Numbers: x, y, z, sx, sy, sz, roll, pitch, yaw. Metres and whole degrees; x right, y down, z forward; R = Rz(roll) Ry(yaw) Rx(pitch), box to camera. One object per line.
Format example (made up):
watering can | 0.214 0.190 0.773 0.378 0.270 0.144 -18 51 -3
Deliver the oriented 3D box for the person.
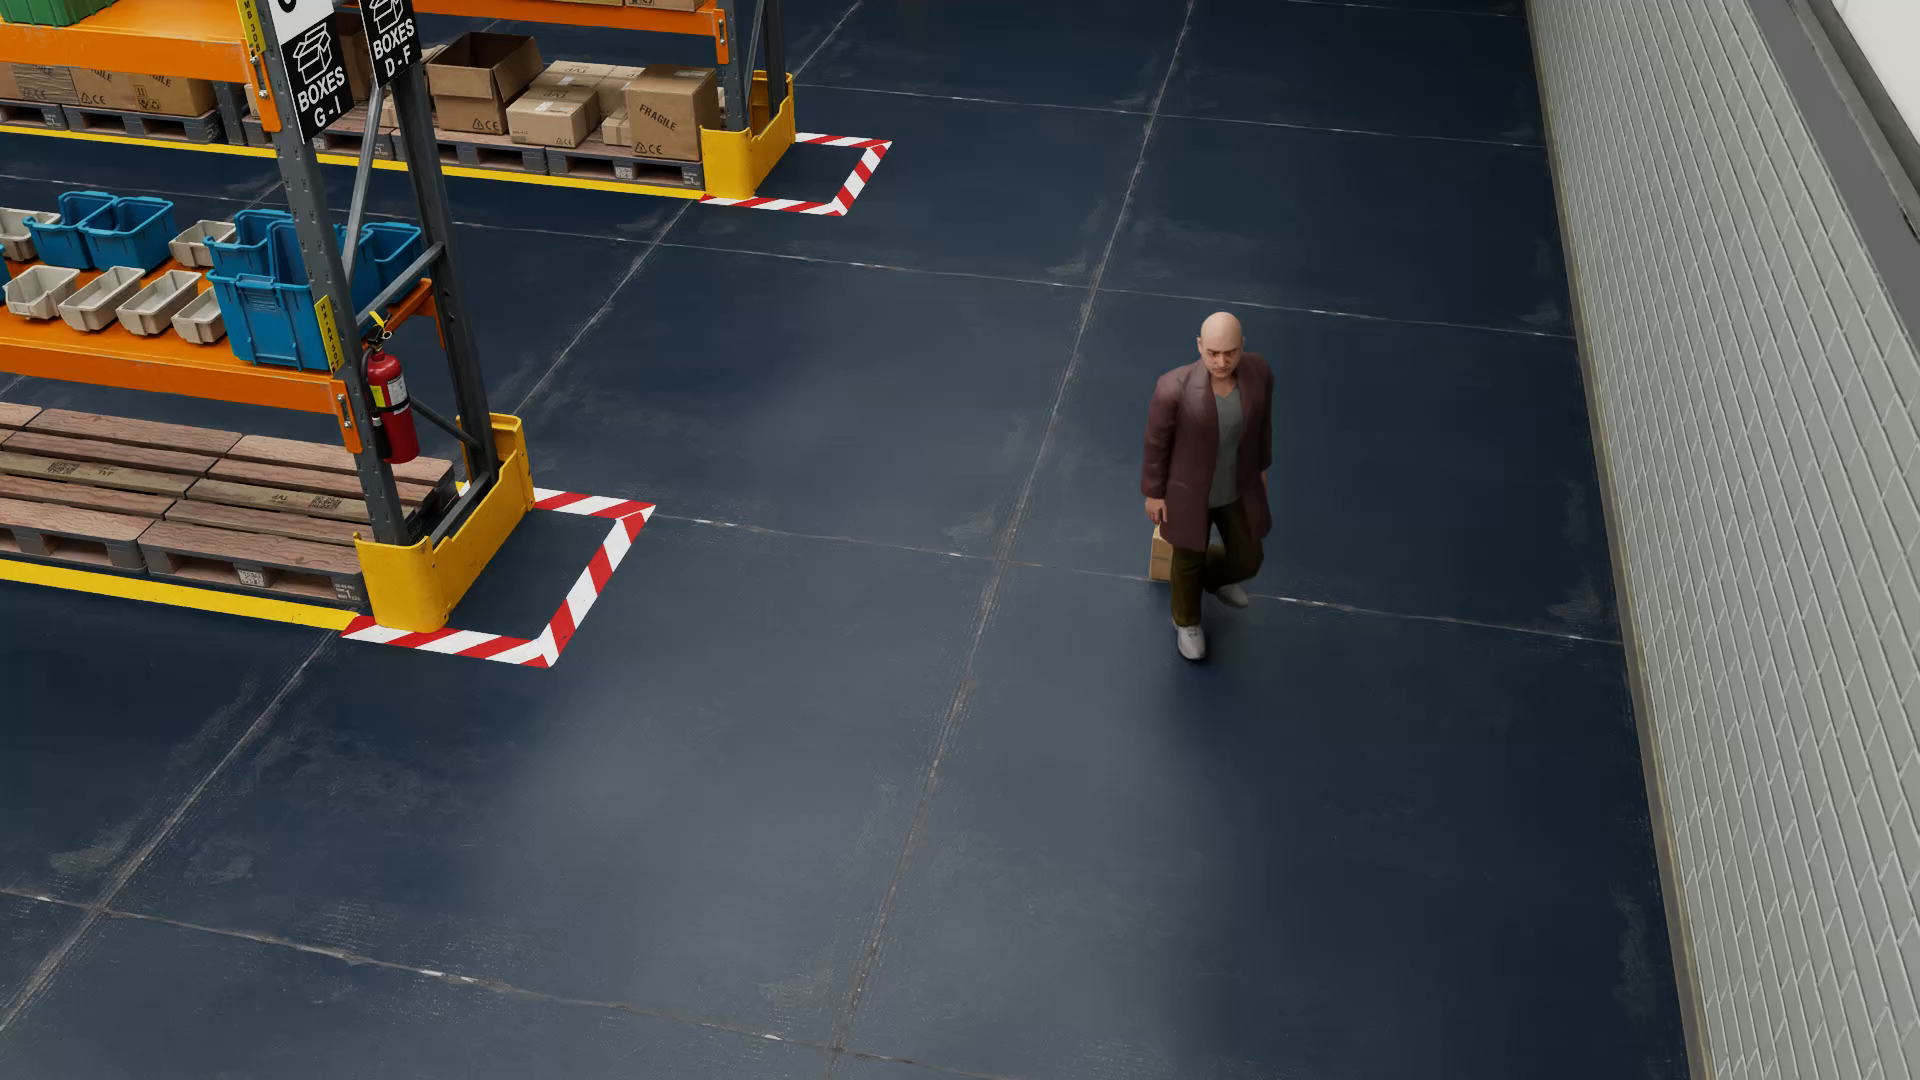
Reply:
person | 1.081 -0.267 7.328 0.626 1.771 0.567 -8 37 -10
